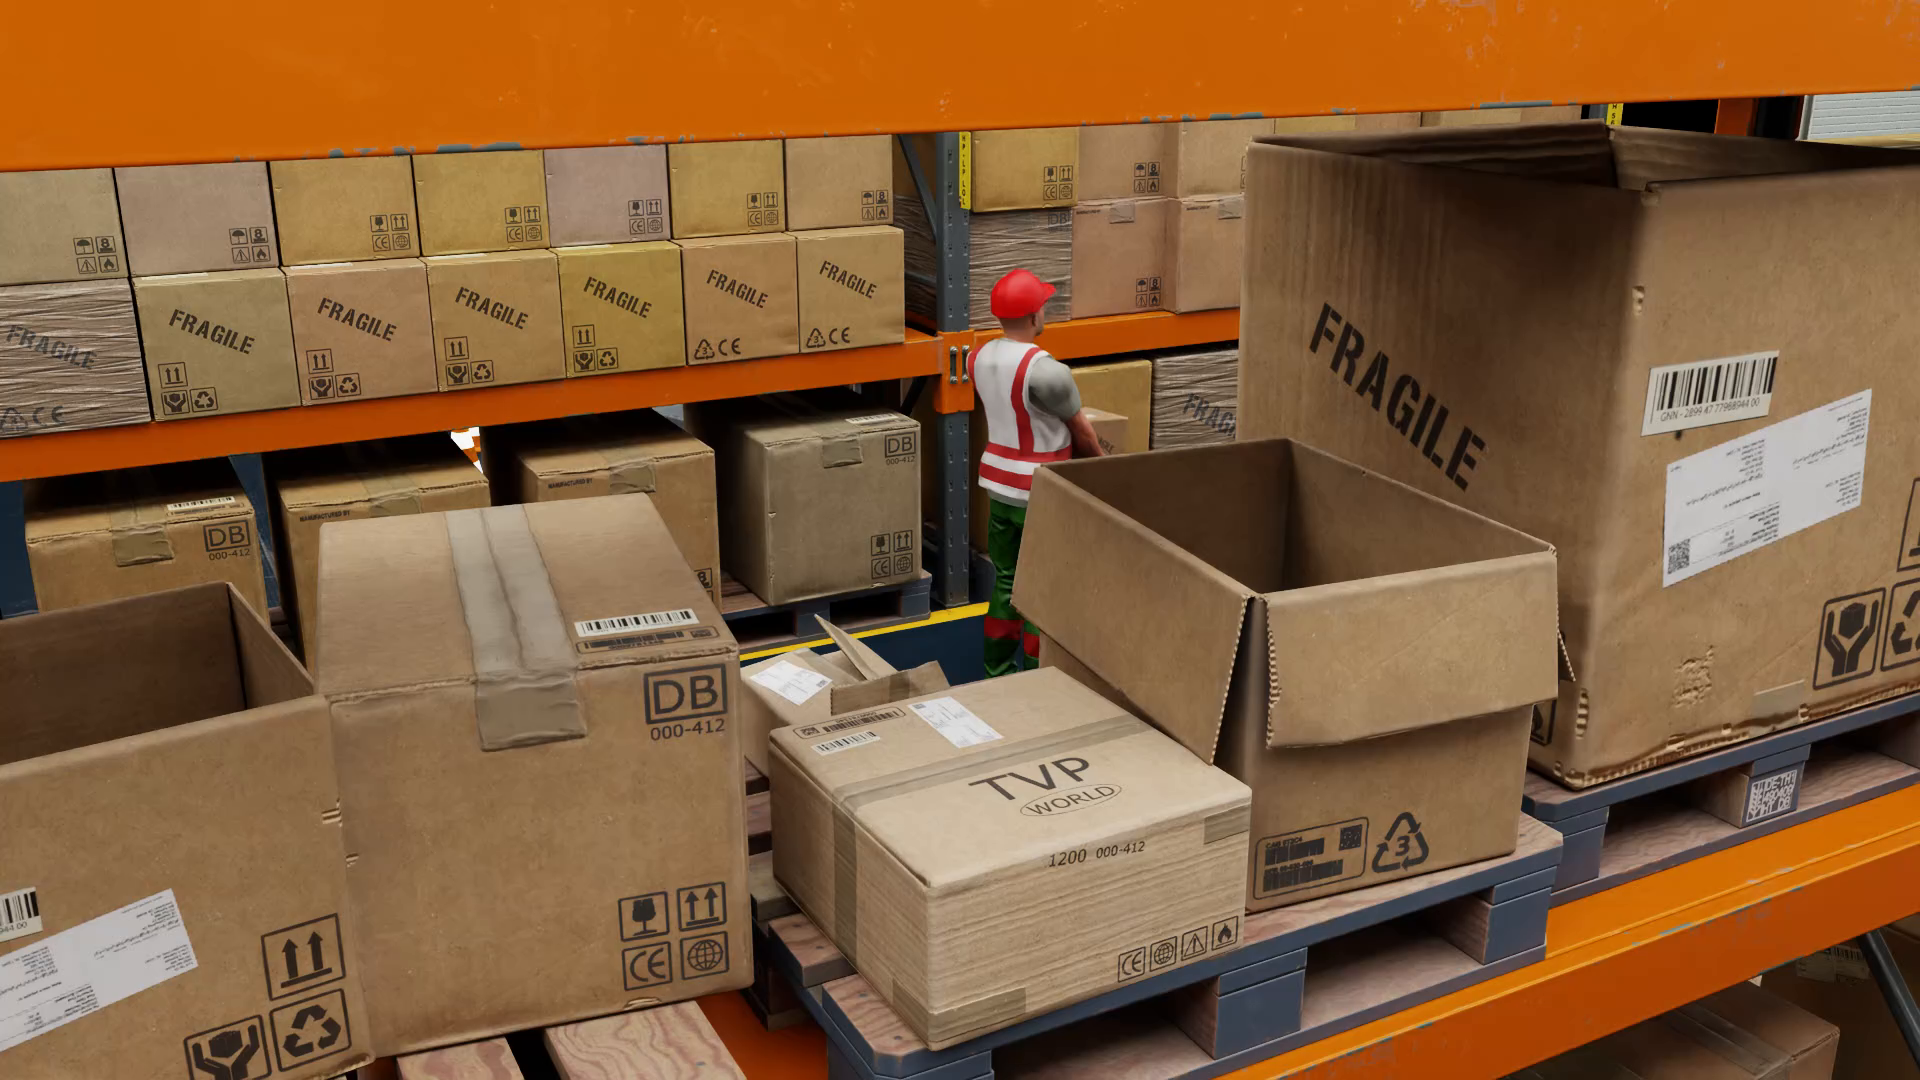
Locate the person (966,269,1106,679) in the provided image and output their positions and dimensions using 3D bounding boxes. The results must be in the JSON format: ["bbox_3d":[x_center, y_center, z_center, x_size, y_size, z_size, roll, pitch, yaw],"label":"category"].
[{"bbox_3d":[0.343,-0.201,6.634,0.554,1.784,0.494,-14,23,-37],"label":"person"}]
